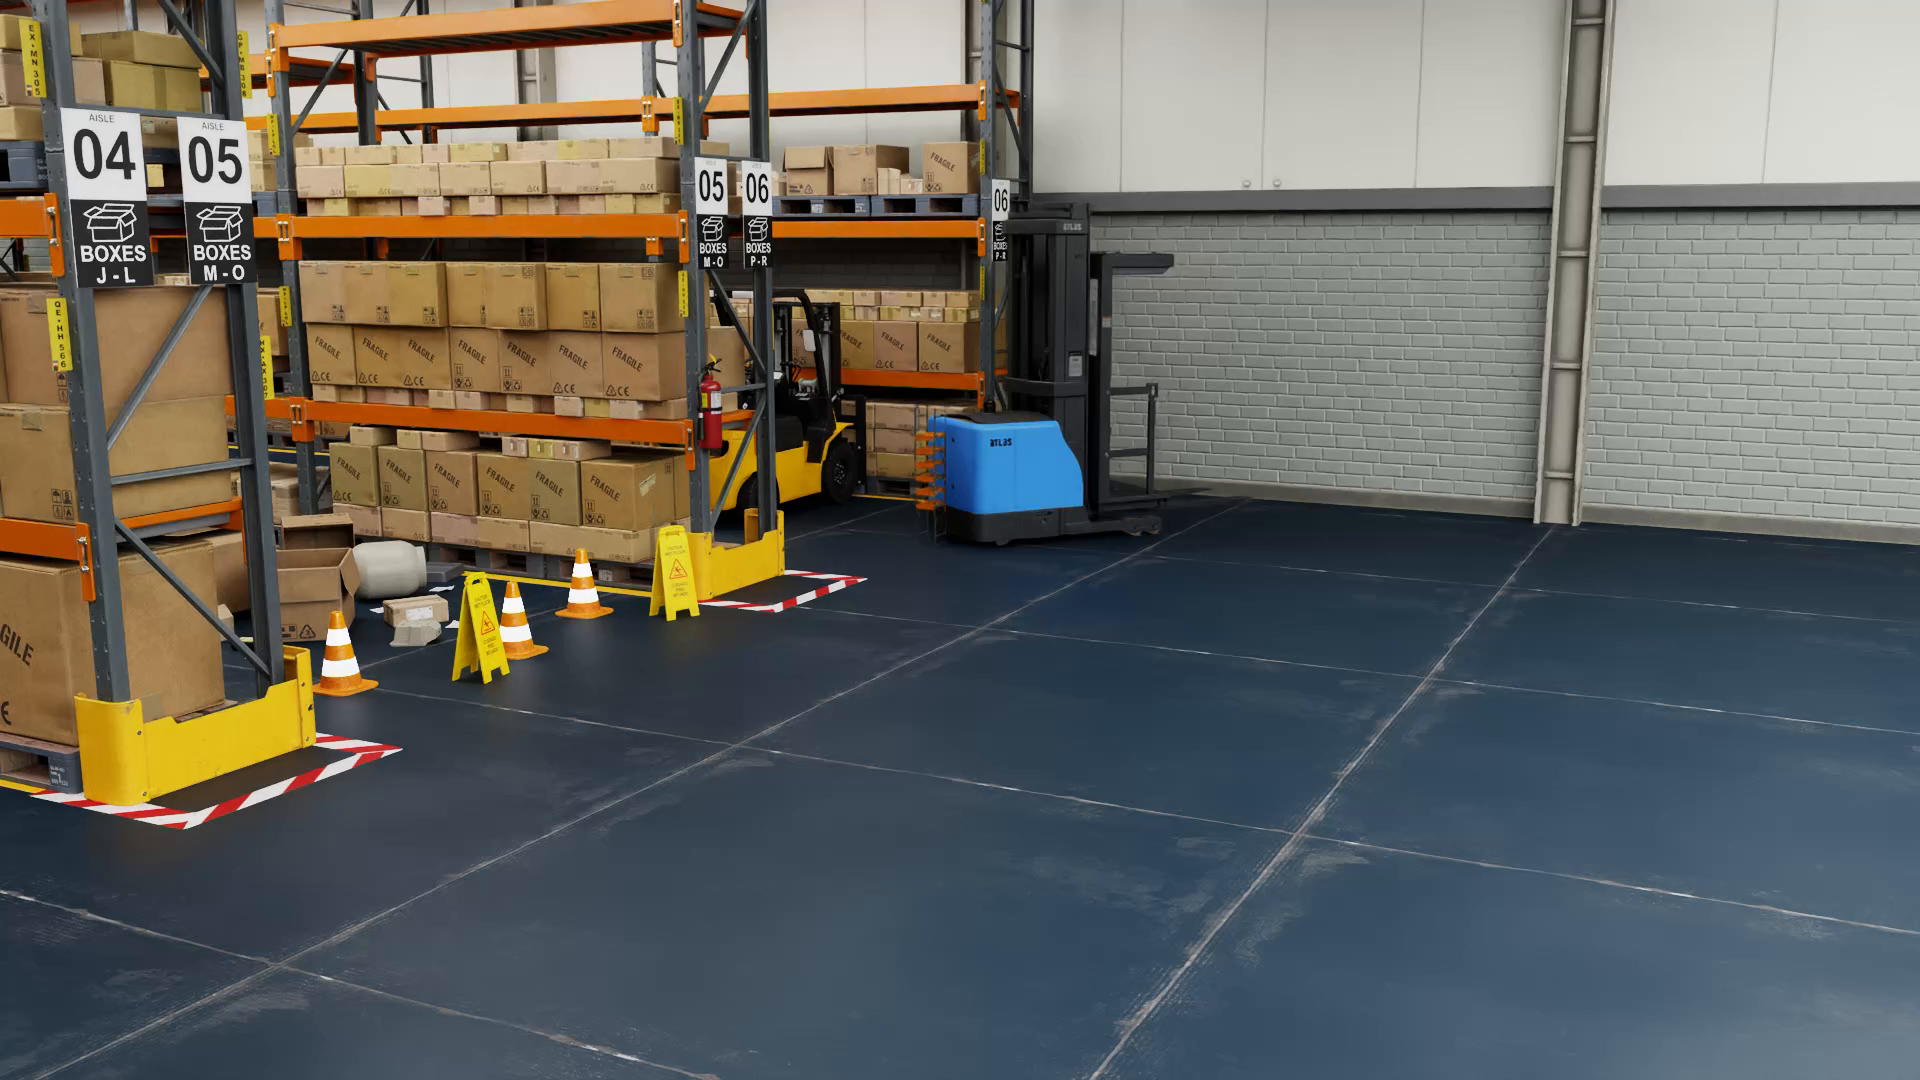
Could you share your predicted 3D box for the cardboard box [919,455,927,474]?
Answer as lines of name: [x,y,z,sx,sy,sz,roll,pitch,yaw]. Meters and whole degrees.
cardboard box: [-0.088,-0.760,17.049,0.500,0.250,0.500,5,11,26]

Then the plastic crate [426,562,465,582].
plastic crate: [-4.261,0.249,13.128,0.583,0.080,0.402,1,10,6]

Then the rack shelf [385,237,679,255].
rack shelf: [-4.907,-3.515,19.325,4.000,0.370,1.077,5,11,26]

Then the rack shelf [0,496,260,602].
rack shelf: [-5.613,-0.132,9.057,4.000,0.370,1.077,5,11,26]

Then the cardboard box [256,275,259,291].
cardboard box: [-6.592,-2.326,15.044,0.250,0.149,0.380,6,12,29]

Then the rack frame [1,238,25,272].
rack frame: [-13.875,-3.181,23.882,0.127,3.000,1.000,5,11,26]

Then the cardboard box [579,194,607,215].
cardboard box: [-2.624,-2.503,12.423,0.250,0.149,0.380,5,12,28]

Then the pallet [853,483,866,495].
pallet: [-1.321,-0.698,17.992,1.213,0.211,1.003,5,11,26]

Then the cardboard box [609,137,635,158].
cardboard box: [-2.368,-2.878,12.251,0.250,0.149,0.380,5,12,27]

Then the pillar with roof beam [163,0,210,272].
pillar with roof beam: [-12.418,-5.329,18.906,0.400,9.000,9.100,5,11,26]

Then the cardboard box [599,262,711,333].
cardboard box: [-2.274,-1.820,12.439,0.500,0.500,0.700,5,11,24]

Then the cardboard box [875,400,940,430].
cardboard box: [-0.538,-1.291,17.177,0.500,0.250,0.500,5,12,27]

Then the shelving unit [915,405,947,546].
shelving unit: [-0.252,-0.564,14.478,0.189,1.200,0.258,5,11,25]

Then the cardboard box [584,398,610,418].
cardboard box: [-2.646,-1.024,12.673,0.250,0.149,0.380,5,11,25]

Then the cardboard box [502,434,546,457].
cardboard box: [-3.372,-0.750,13.065,0.250,0.149,0.380,6,12,28]

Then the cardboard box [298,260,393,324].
cardboard box: [-5.008,-2.060,13.768,0.500,0.500,0.700,5,11,25]

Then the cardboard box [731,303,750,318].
cardboard box: [-2.277,-2.469,17.847,0.250,0.149,0.380,5,12,27]

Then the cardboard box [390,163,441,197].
cardboard box: [-4.123,-2.832,13.116,0.500,0.250,0.500,5,11,26]

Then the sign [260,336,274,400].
sign: [-3.568,-0.881,8.525,0.005,0.325,0.100,5,11,26]

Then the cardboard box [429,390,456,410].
cardboard box: [-4.023,-1.140,13.312,0.250,0.149,0.380,5,11,26]

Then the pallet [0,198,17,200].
pallet: [-9.495,-3.183,16.000,1.003,0.211,1.213,6,12,28]

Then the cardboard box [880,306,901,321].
cardboard box: [-0.627,-2.338,17.123,0.250,0.149,0.380,5,11,25]

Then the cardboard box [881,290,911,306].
cardboard box: [-0.613,-2.492,17.137,0.250,0.149,0.380,5,11,26]

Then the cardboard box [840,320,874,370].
cardboard box: [-1.005,-2.049,17.346,0.500,0.500,0.500,5,11,25]

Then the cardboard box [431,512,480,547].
cardboard box: [-3.936,-0.124,13.537,0.500,0.250,0.500,5,11,25]

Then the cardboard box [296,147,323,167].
cardboard box: [-5.168,-3.110,13.535,0.250,0.149,0.380,5,11,25]

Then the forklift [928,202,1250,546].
forklift: [1.247,-1.555,15.090,3.031,2.935,1.130,-5,12,-27]

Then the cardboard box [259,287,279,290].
cardboard box: [-8.785,-2.945,21.119,0.500,0.500,0.700,5,11,26]

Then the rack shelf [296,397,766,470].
rack shelf: [-3.513,-0.930,13.469,4.000,0.370,1.077,5,11,26]

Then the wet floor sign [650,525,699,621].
wet floor sign: [-2.022,0.217,11.717,0.267,0.644,0.232,-10,14,-43]

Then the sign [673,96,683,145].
sign: [-1.983,-2.952,11.707,0.005,0.325,0.100,5,11,26]

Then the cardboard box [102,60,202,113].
cardboard box: [-4.138,-2.212,8.232,0.500,0.250,0.500,5,11,26]

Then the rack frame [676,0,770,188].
rack frame: [-1.719,-4.079,12.000,0.127,3.000,1.000,5,11,26]

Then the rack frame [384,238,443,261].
rack frame: [-6.701,-2.550,20.399,0.127,3.000,1.000,5,11,26]

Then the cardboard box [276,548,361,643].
cardboard box: [-4.415,0.367,11.287,0.637,0.503,0.797,-2,11,-14]

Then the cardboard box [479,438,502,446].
cardboard box: [-3.742,-0.581,13.954,0.500,0.500,0.500,6,12,29]

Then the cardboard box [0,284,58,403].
cardboard box: [-4.669,-0.998,8.366,0.550,0.550,0.875,5,11,26]

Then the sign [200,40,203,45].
sign: [-10.048,-6.444,22.001,0.005,0.325,0.100,5,11,26]

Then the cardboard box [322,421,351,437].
cardboard box: [-7.619,-1.567,20.806,0.500,0.500,0.500,5,11,25]

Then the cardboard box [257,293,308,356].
cardboard box: [-5.822,-1.844,14.201,0.500,0.500,0.500,5,11,25]

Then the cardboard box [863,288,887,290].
cardboard box: [-0.850,-2.615,17.818,0.250,0.149,0.380,5,11,24]

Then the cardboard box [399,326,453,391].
cardboard box: [-4.130,-1.481,13.374,0.500,0.500,0.500,5,11,25]

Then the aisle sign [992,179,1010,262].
aisle sign: [0.402,-3.147,16.396,0.004,0.787,0.394,5,11,26]

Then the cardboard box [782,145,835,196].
cardboard box: [-1.413,-3.847,17.393,0.637,0.503,0.797,5,12,28]

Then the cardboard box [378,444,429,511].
cardboard box: [-4.412,-0.535,13.698,0.500,0.500,0.500,6,12,28]

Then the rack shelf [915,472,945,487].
rack shelf: [-0.252,-0.520,14.486,0.180,0.103,0.258,5,11,25]

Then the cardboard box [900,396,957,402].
cardboard box: [-0.323,-1.372,17.625,0.500,0.250,0.500,5,11,26]

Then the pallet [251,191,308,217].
pallet: [-5.813,-2.891,14.388,1.003,0.211,1.213,5,11,26]

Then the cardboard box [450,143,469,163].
cardboard box: [-3.738,-3.001,12.931,0.250,0.149,0.380,5,12,27]

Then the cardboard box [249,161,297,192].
cardboard box: [-5.894,-3.074,14.111,0.500,0.250,0.500,5,11,25]

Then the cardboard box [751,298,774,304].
cardboard box: [-2.022,-2.600,17.734,0.250,0.149,0.380,5,11,25]

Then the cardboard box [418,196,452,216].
cardboard box: [-4.018,-2.615,13.040,0.250,0.149,0.380,5,11,25]
